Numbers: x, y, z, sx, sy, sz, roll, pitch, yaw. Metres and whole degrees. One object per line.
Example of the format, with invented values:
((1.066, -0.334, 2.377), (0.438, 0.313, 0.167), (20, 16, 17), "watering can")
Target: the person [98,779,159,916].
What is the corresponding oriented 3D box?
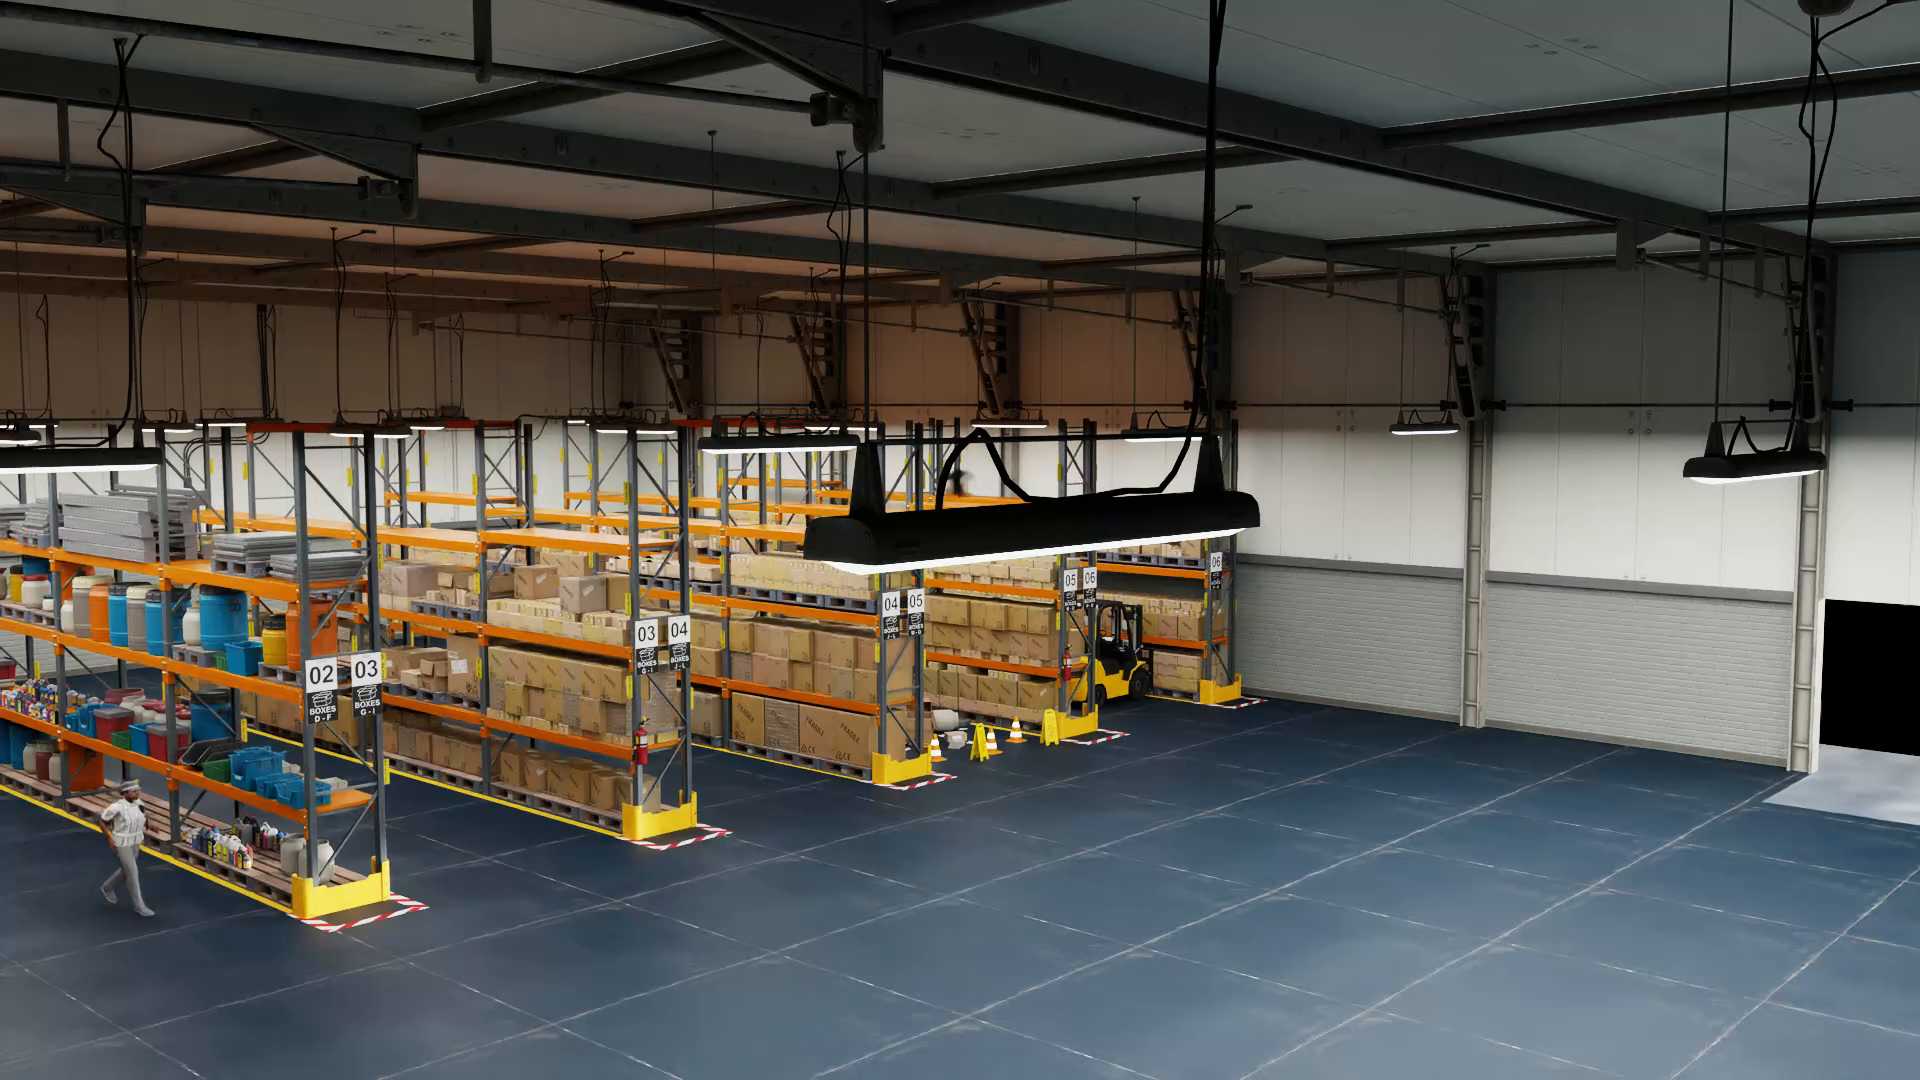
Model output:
((-10.411, 3.798, 20.714), (0.929, 1.685, 0.545), (2, 5, 18), "person")
